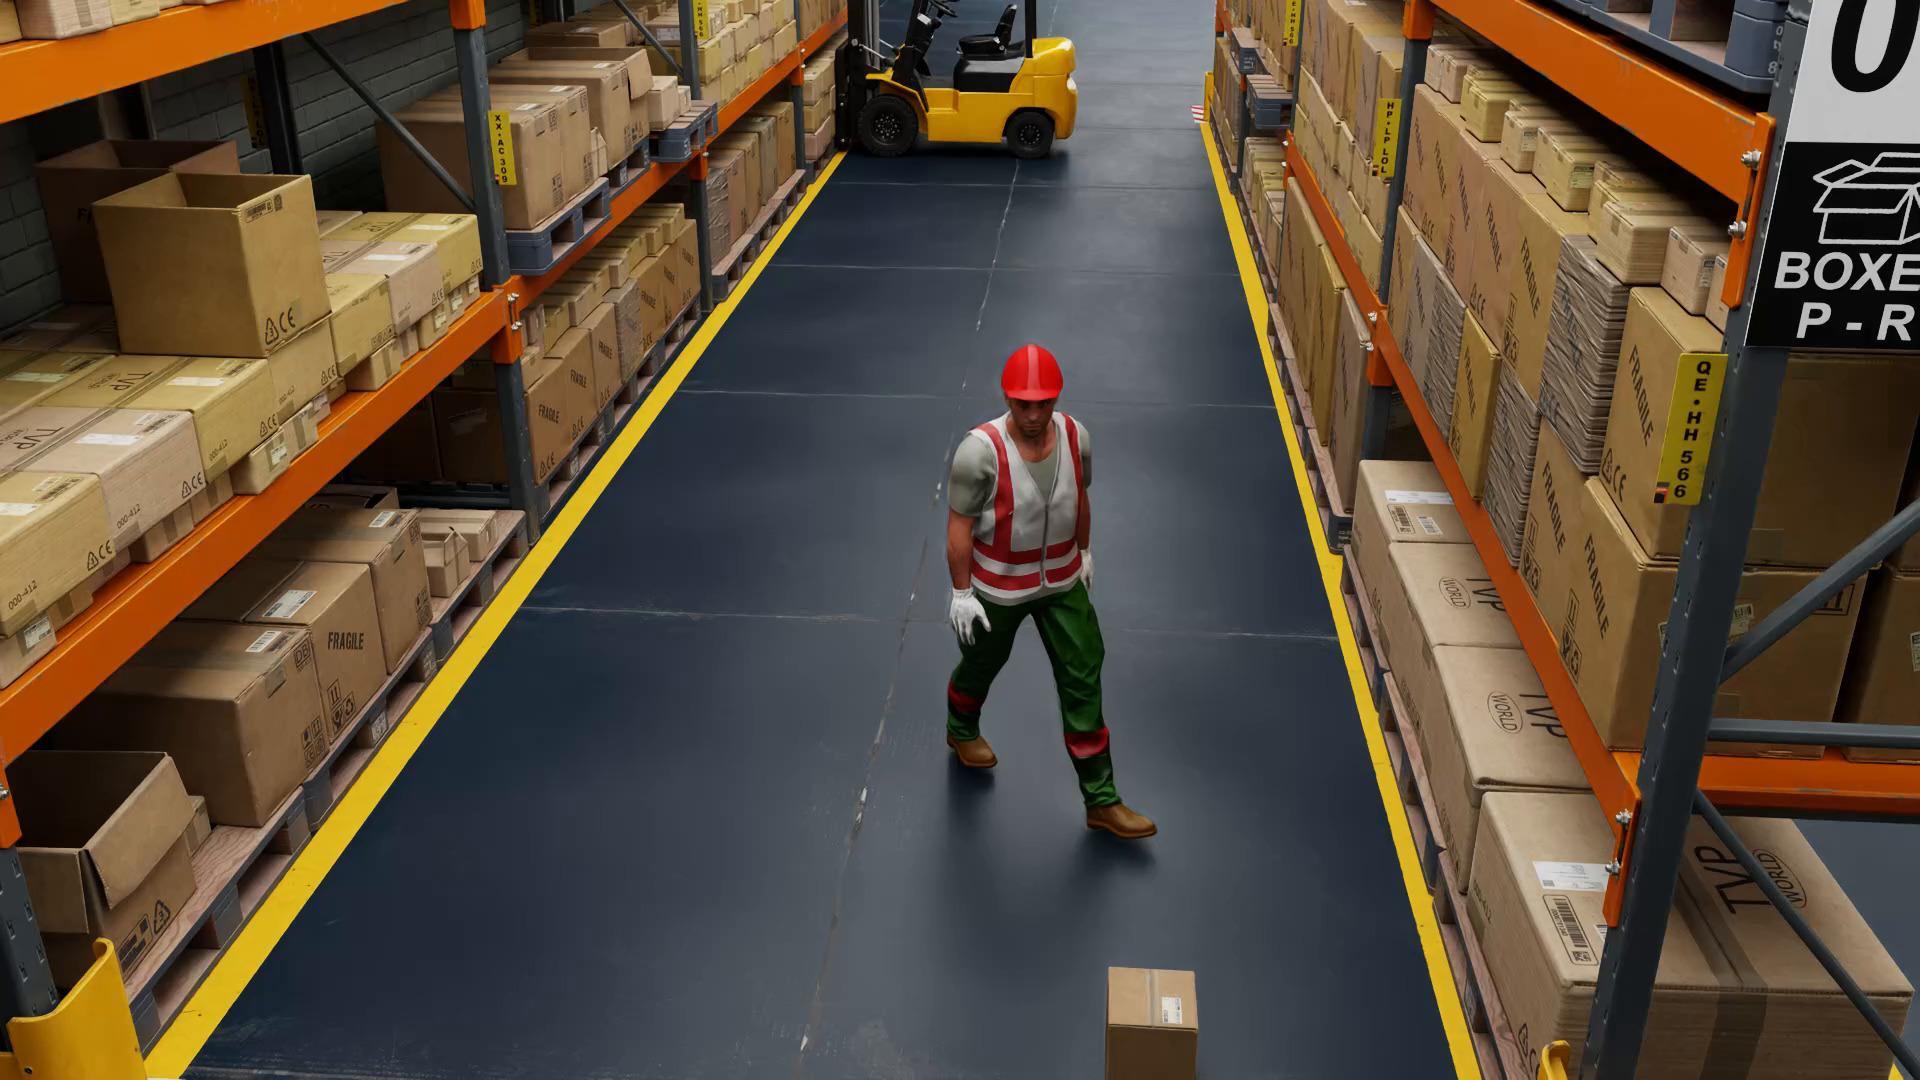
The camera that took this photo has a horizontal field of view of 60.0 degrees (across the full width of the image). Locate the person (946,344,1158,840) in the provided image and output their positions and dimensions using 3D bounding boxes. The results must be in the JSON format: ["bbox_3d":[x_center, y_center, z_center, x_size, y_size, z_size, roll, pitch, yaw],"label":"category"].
[{"bbox_3d":[0.265,0.156,5.736,0.622,1.735,0.976,-10,26,-21],"label":"person"}]
